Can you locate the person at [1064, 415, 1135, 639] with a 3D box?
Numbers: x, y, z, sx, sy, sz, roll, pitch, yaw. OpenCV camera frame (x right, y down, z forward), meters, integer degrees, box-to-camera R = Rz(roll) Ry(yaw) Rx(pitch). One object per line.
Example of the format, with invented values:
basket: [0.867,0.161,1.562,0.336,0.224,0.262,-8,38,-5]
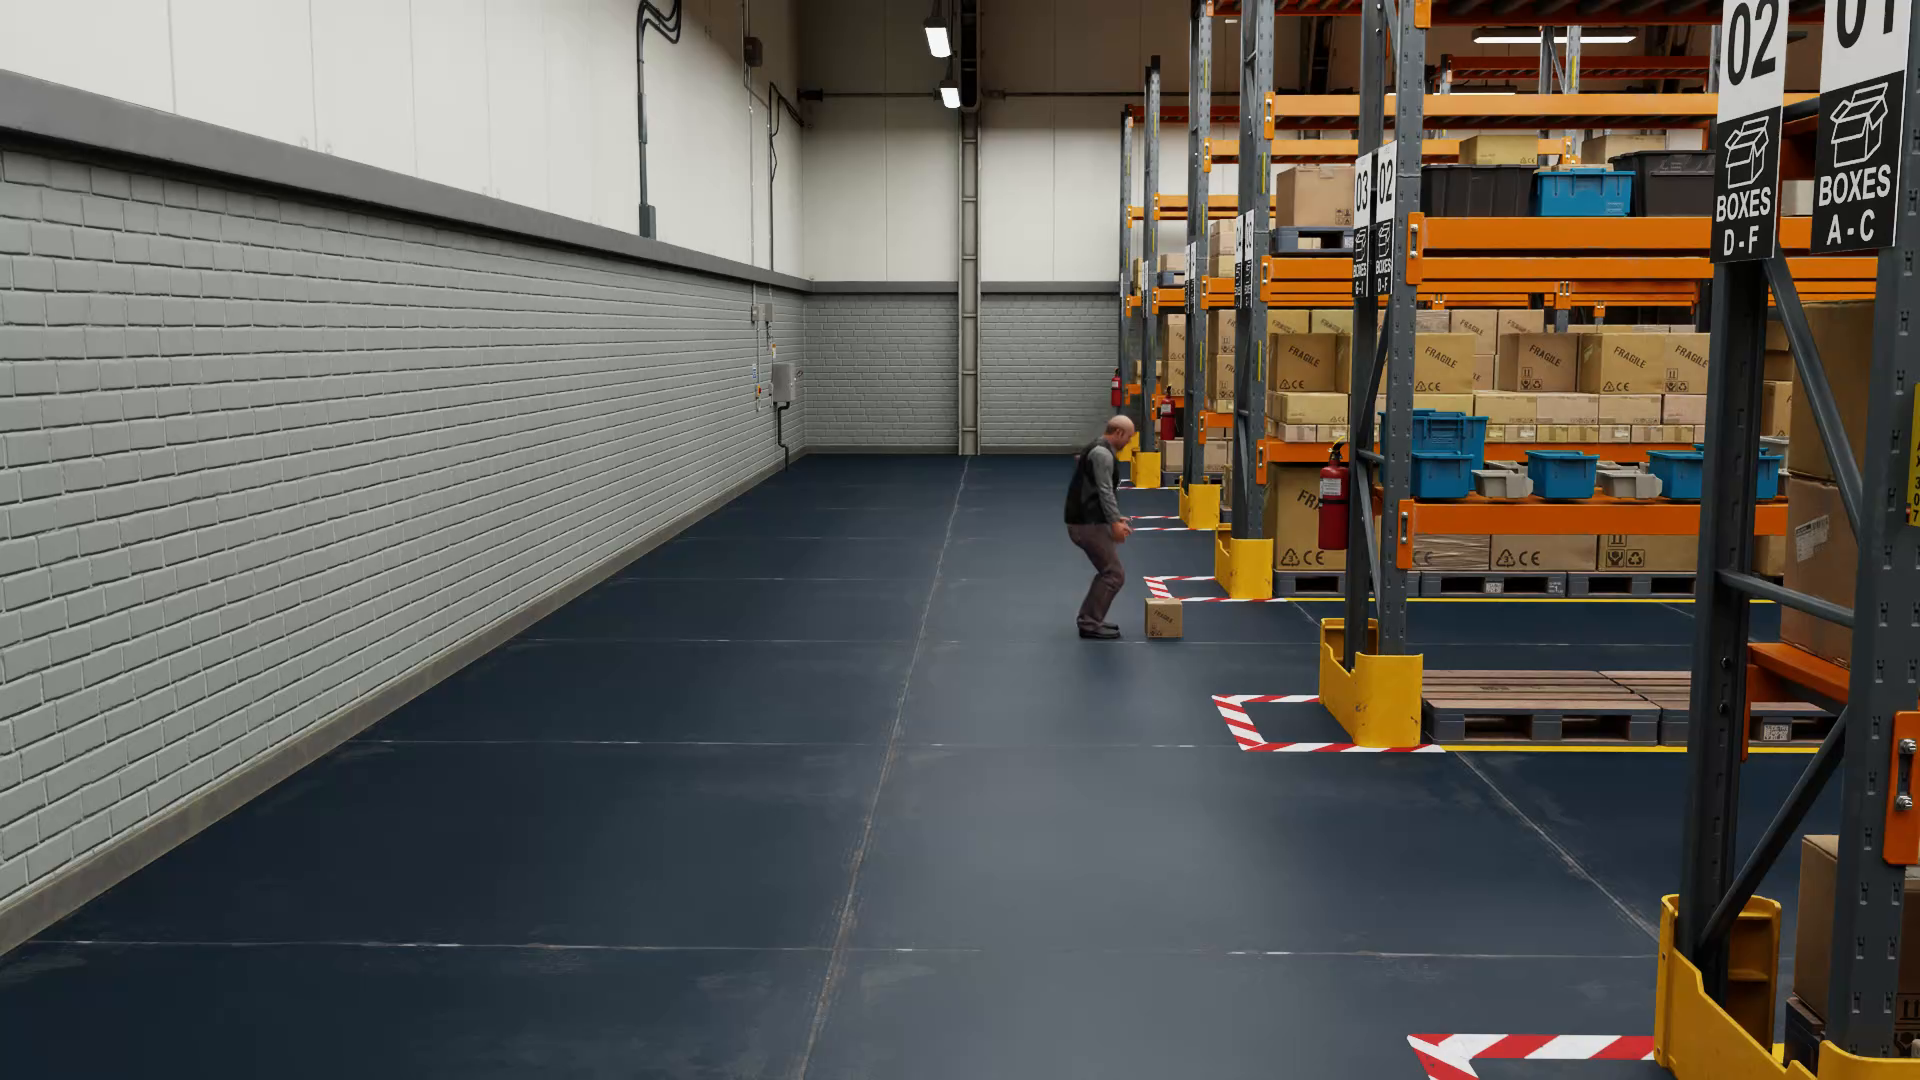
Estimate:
person: [1.014,-0.107,12.179,0.509,1.617,0.574,0,7,2]
